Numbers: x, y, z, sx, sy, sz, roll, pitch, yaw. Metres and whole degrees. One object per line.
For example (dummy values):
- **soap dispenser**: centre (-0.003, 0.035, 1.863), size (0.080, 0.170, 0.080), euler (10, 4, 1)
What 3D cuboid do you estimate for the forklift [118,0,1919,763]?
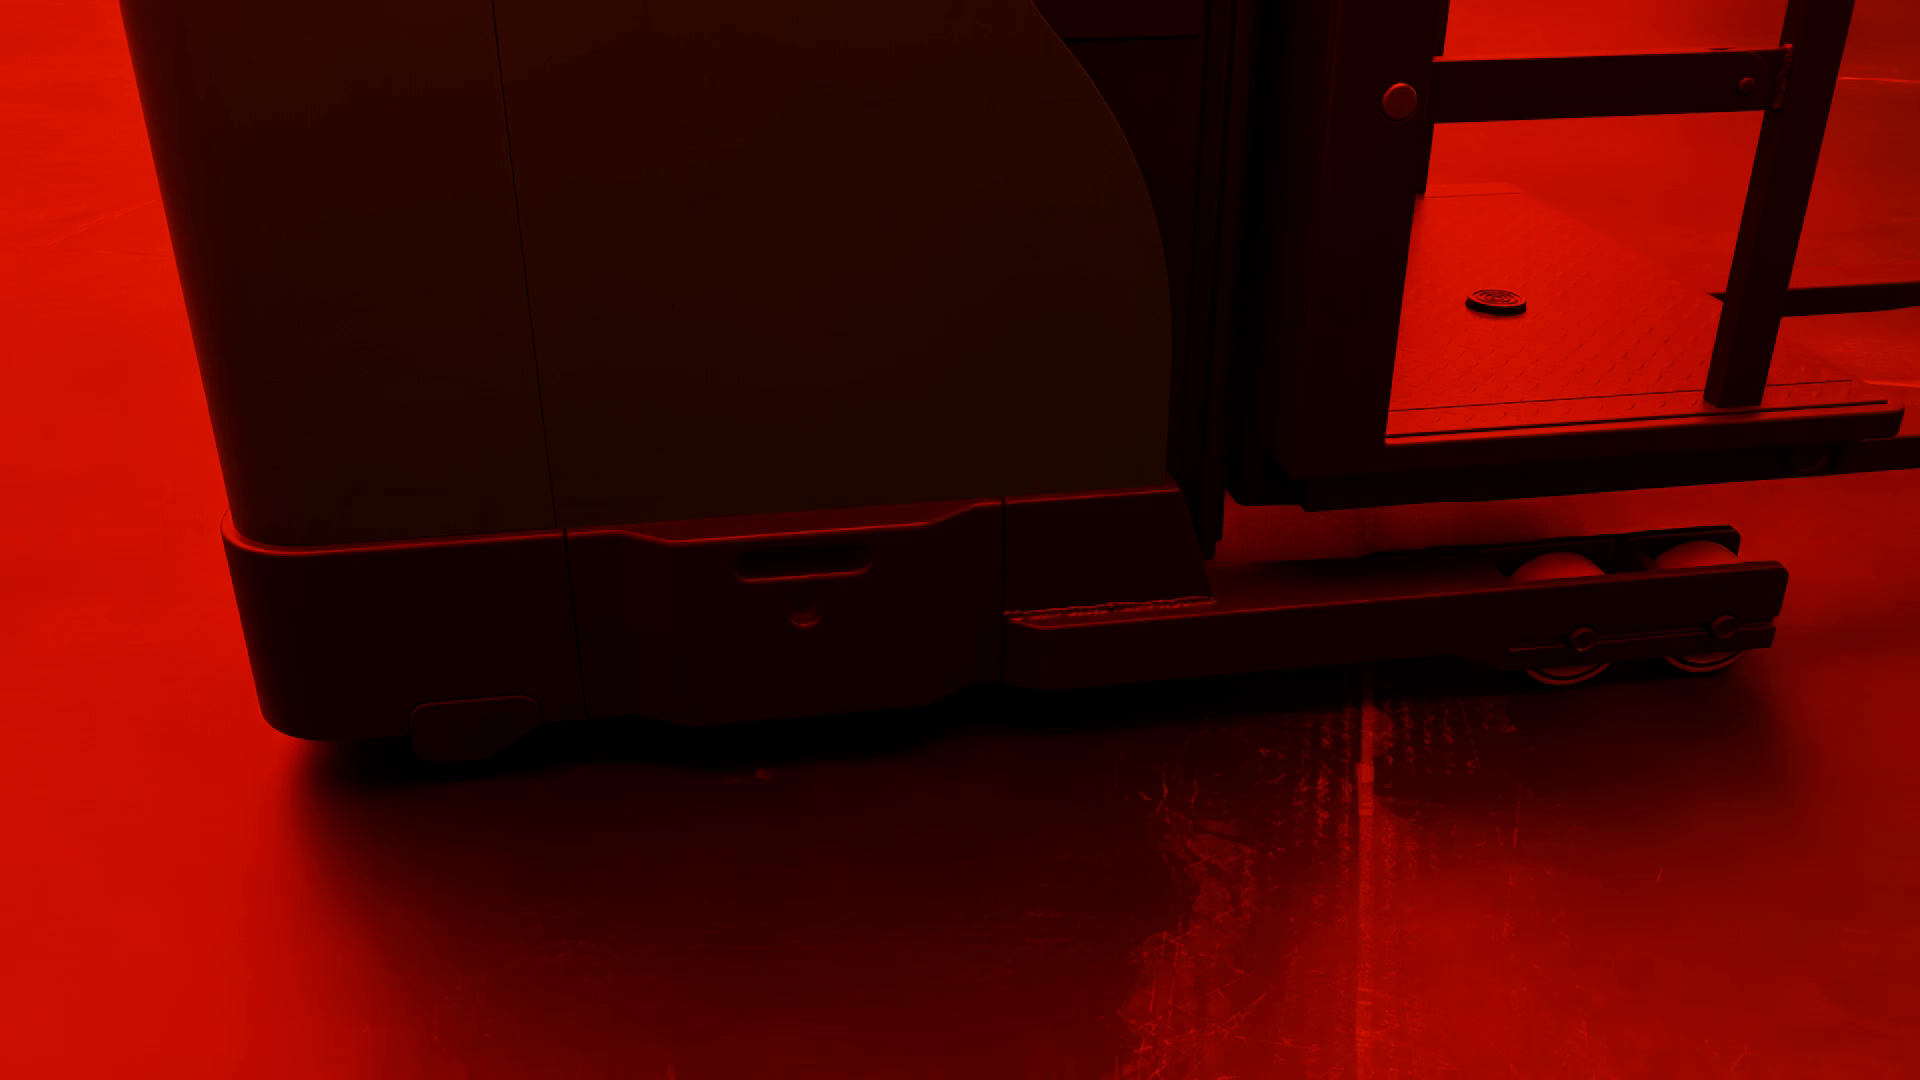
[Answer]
- **forklift**: centre (0.600, -1.354, 1.930), size (3.031, 2.935, 1.130), euler (-4, 27, -9)
